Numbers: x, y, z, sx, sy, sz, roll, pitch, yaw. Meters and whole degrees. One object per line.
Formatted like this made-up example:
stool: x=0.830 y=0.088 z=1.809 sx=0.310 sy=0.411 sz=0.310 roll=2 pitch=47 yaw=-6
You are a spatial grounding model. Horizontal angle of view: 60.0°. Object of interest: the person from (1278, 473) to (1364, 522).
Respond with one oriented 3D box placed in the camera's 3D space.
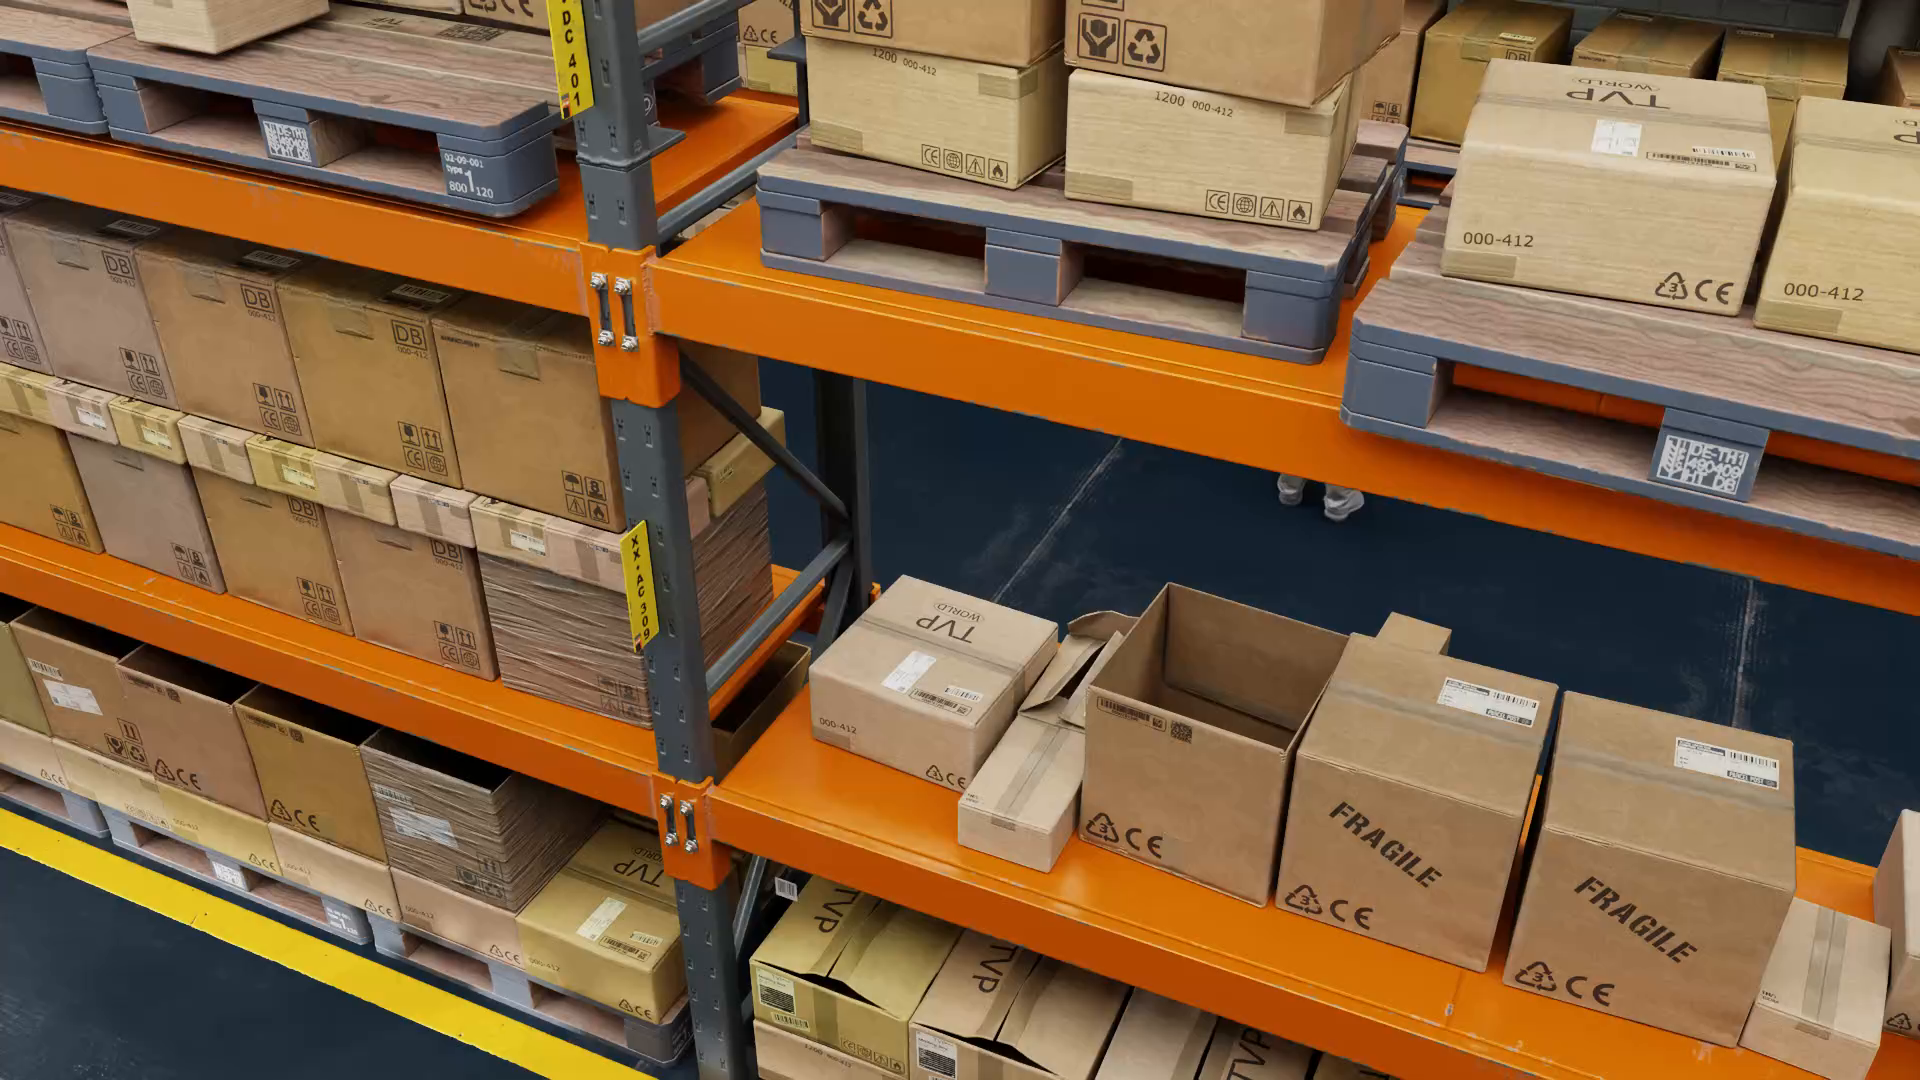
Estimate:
person: x=1.704 y=-0.917 z=7.511 sx=0.565 sy=1.775 sz=0.411 roll=14 pitch=36 yaw=20
